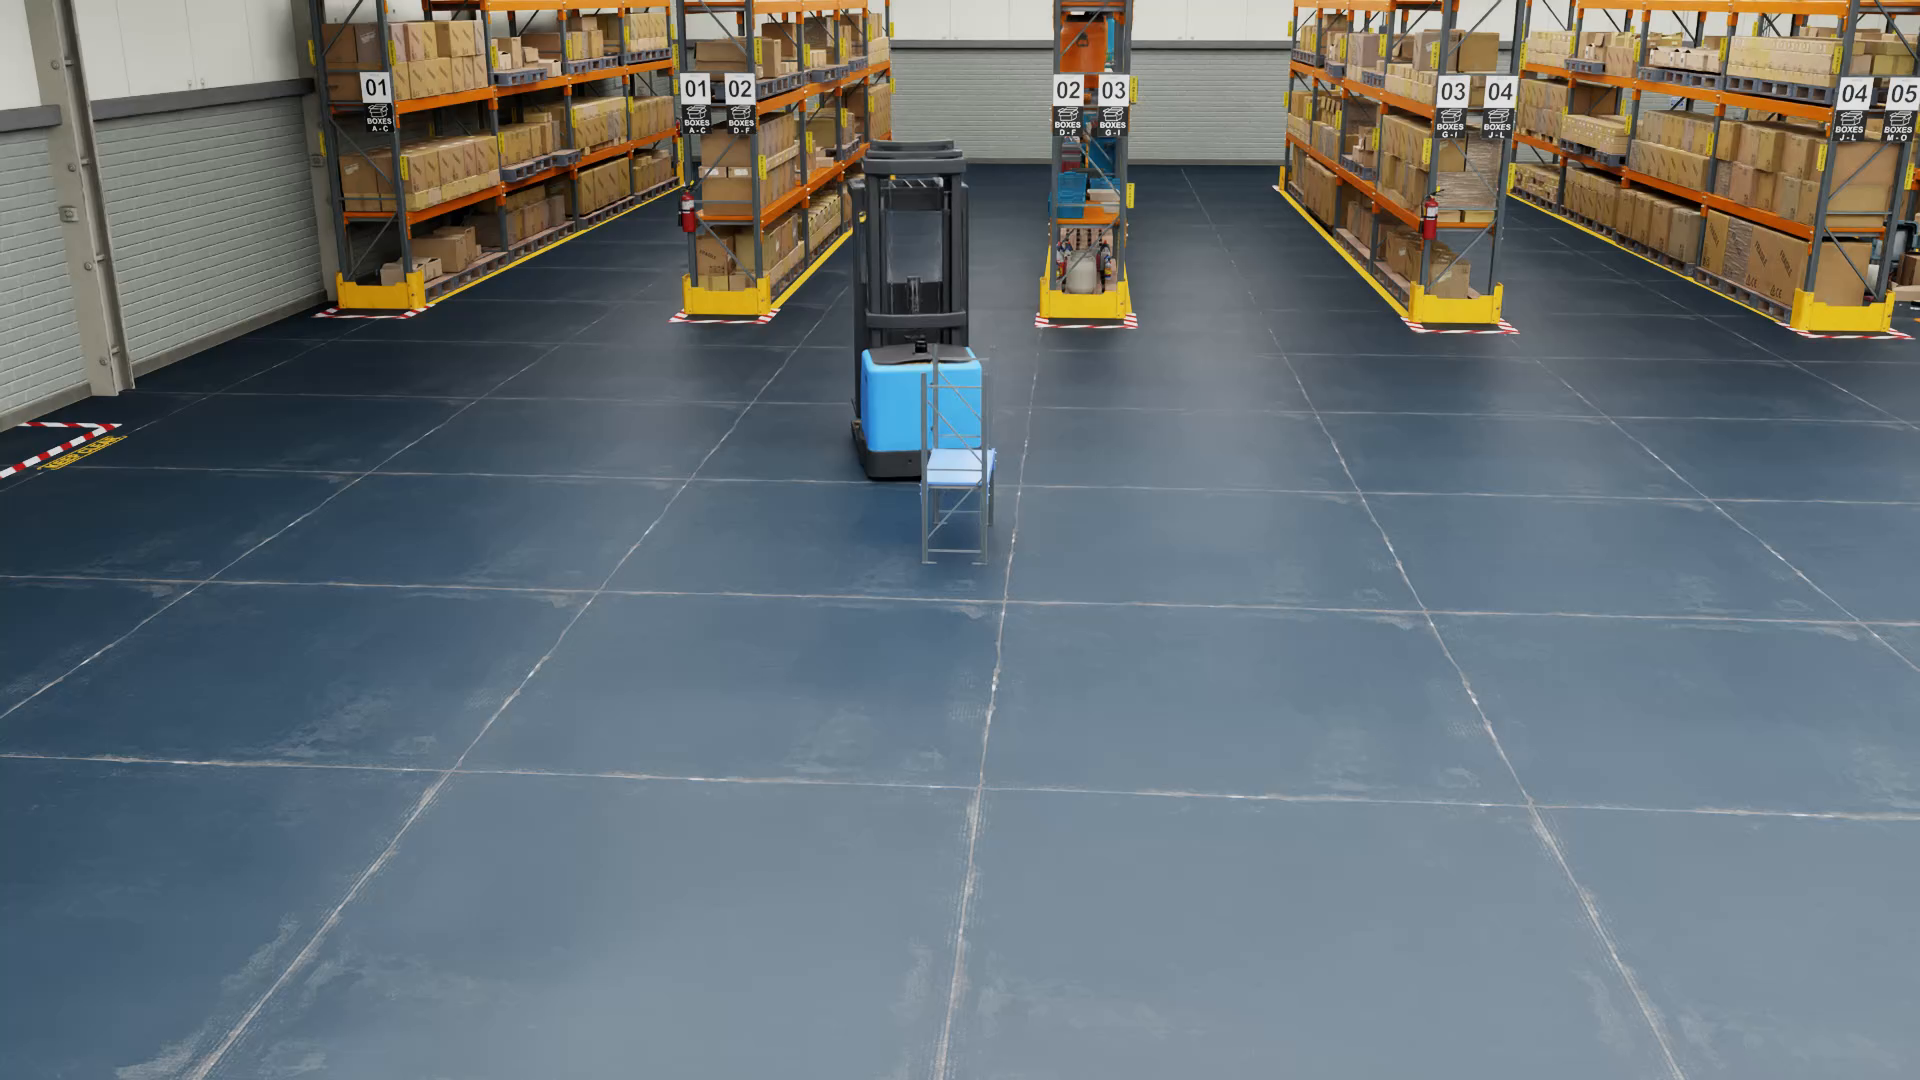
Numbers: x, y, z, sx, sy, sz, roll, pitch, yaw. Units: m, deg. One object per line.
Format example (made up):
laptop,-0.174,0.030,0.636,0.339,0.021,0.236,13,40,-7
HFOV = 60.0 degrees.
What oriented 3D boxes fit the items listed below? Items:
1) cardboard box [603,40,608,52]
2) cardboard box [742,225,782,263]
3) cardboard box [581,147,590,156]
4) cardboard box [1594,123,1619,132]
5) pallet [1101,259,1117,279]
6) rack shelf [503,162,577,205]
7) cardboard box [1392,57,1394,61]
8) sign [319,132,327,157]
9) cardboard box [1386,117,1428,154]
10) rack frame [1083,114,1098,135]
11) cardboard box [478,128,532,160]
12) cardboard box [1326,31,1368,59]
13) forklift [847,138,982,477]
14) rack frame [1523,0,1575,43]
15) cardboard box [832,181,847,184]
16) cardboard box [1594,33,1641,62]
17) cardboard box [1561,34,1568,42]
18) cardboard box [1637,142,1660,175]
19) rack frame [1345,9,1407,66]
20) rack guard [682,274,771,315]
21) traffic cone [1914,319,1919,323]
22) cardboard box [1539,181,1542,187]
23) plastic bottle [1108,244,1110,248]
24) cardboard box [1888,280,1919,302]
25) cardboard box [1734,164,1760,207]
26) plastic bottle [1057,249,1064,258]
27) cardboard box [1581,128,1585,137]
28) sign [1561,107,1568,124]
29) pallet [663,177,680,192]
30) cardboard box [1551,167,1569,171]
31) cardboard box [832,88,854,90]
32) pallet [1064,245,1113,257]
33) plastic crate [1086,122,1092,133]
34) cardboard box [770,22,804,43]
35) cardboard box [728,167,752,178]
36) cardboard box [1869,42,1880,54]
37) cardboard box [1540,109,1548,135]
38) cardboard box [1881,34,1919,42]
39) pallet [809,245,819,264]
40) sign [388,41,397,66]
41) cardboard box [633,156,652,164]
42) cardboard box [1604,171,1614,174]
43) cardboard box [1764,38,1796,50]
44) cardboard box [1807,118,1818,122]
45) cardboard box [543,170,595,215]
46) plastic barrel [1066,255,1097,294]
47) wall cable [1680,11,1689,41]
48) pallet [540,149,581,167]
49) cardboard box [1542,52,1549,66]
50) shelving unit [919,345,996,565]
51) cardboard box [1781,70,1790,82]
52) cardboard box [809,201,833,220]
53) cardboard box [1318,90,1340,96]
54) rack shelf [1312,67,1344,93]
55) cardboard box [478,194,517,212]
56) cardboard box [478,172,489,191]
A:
cardboard box,-7.484,-10.245,34.460,0.500,0.250,0.500,1,18,4
cardboard box,-2.901,-4.311,24.300,0.500,0.500,0.500,1,18,4
cardboard box,-7.201,-7.329,31.345,0.380,0.149,0.250,2,18,6
cardboard box,11.831,-7.552,30.427,0.380,0.149,0.250,1,18,4
pallet,1.919,-4.187,25.863,1.003,0.211,1.213,1,18,4
rack shelf,-7.730,-6.220,28.745,1.077,0.370,4.000,1,18,4
cardboard box,6.916,-7.465,26.111,0.396,0.266,0.258,2,18,6
sign,-8.712,-5.418,22.773,0.100,0.325,0.005,1,18,4
cardboard box,6.629,-5.984,24.624,0.500,0.500,0.500,1,18,4
rack frame,2.582,-8.205,33.645,1.000,3.000,0.127,1,18,4
cardboard box,-7.739,-6.734,28.288,0.700,0.500,0.500,4,19,11
cardboard box,7.491,-9.586,32.209,0.700,0.500,0.500,2,18,5
forklift,-0.491,-2.369,15.945,1.130,2.935,3.031,-2,18,-7
rack frame,12.749,-12.045,35.731,1.000,3.000,0.127,1,18,4
cardboard box,-2.222,-6.711,32.394,0.500,0.500,0.500,1,18,2
cardboard box,12.220,-9.149,30.870,0.797,0.503,0.637,1,18,3
cardboard box,12.196,-9.995,33.091,0.380,0.149,0.250,1,18,4
cardboard box,11.840,-6.466,28.178,0.500,0.500,0.500,1,18,3
rack frame,7.235,-9.703,28.582,1.000,3.000,0.127,1,18,4
rack guard,-3.220,-3.394,22.978,1.175,0.500,0.348,1,18,4
traffic cone,13.056,-3.153,22.301,0.336,0.463,0.334,1,18,4
cardboard box,12.330,-7.449,34.765,0.380,0.149,0.250,0,18,1
plastic bottle,2.303,-4.481,25.938,0.061,0.283,0.133,2,18,7
cardboard box,13.602,-3.593,23.962,0.396,0.266,0.258,4,19,13
cardboard box,11.701,-5.087,23.890,0.875,0.550,0.550,1,18,4
plastic bottle,1.479,-4.180,24.911,0.144,0.351,0.185,2,18,6
cardboard box,11.886,-7.654,31.215,0.380,0.149,0.250,1,18,3
sign,11.920,-8.373,32.769,0.100,0.325,0.005,1,18,4
pallet,-6.992,-8.093,37.782,1.003,0.211,1.213,1,18,4
cardboard box,12.915,-7.913,35.702,0.380,0.149,0.250,1,18,2
cardboard box,-2.510,-9.317,35.275,0.500,0.500,0.500,1,18,4
pallet,2.026,-4.640,27.243,1.003,0.211,1.213,1,18,4
plastic crate,2.875,-8.647,35.089,0.437,0.282,0.530,1,18,4
cardboard box,-2.831,-8.110,26.901,0.500,0.500,0.500,3,18,9
cardboard box,-2.976,-5.062,22.852,0.380,0.149,0.250,1,18,4
cardboard box,11.962,-6.331,21.399,0.380,0.149,0.250,1,18,4
cardboard box,12.290,-8.613,34.253,0.500,0.500,0.500,1,18,4
cardboard box,16.957,-8.857,29.983,0.500,0.500,0.500,1,18,4
pallet,-2.918,-4.736,27.538,1.003,0.211,1.213,1,18,4
sign,-7.619,-6.527,22.306,0.100,0.325,0.005,1,18,4
cardboard box,-6.900,-8.240,36.051,0.380,0.149,0.250,1,18,2
cardboard box,12.611,-6.924,31.871,0.500,0.250,0.500,2,18,7
cardboard box,11.434,-6.899,23.130,0.380,0.149,0.250,1,18,4
cardboard box,17.165,-8.548,32.927,0.500,0.500,0.500,1,18,3
cardboard box,-7.403,-6.587,31.486,0.750,0.750,0.750,1,18,3
plastic barrel,1.693,-3.701,23.222,0.421,0.512,0.421,0,18,0
wall cable,17.820,-13.739,40.900,0.463,3.000,0.029,1,18,4
pallet,-7.531,-6.869,29.876,1.213,0.211,1.003,1,18,4
cardboard box,12.348,-9.931,34.337,0.500,0.250,0.500,1,18,4
shelving unit,-0.006,-0.686,13.109,0.538,1.500,1.048,1,18,4
cardboard box,11.379,-6.283,22.533,0.380,0.149,0.250,1,18,4
cardboard box,-2.507,-5.747,28.985,0.500,0.311,0.500,1,18,4
cardboard box,8.036,-9.606,36.479,0.500,0.500,0.500,2,18,5
rack shelf,7.379,-8.556,31.057,1.077,0.370,4.000,1,18,4
cardboard box,-7.809,-5.684,28.057,0.500,0.250,0.500,1,18,3
cardboard box,-7.649,-5.571,25.816,0.500,0.250,0.500,1,18,4
